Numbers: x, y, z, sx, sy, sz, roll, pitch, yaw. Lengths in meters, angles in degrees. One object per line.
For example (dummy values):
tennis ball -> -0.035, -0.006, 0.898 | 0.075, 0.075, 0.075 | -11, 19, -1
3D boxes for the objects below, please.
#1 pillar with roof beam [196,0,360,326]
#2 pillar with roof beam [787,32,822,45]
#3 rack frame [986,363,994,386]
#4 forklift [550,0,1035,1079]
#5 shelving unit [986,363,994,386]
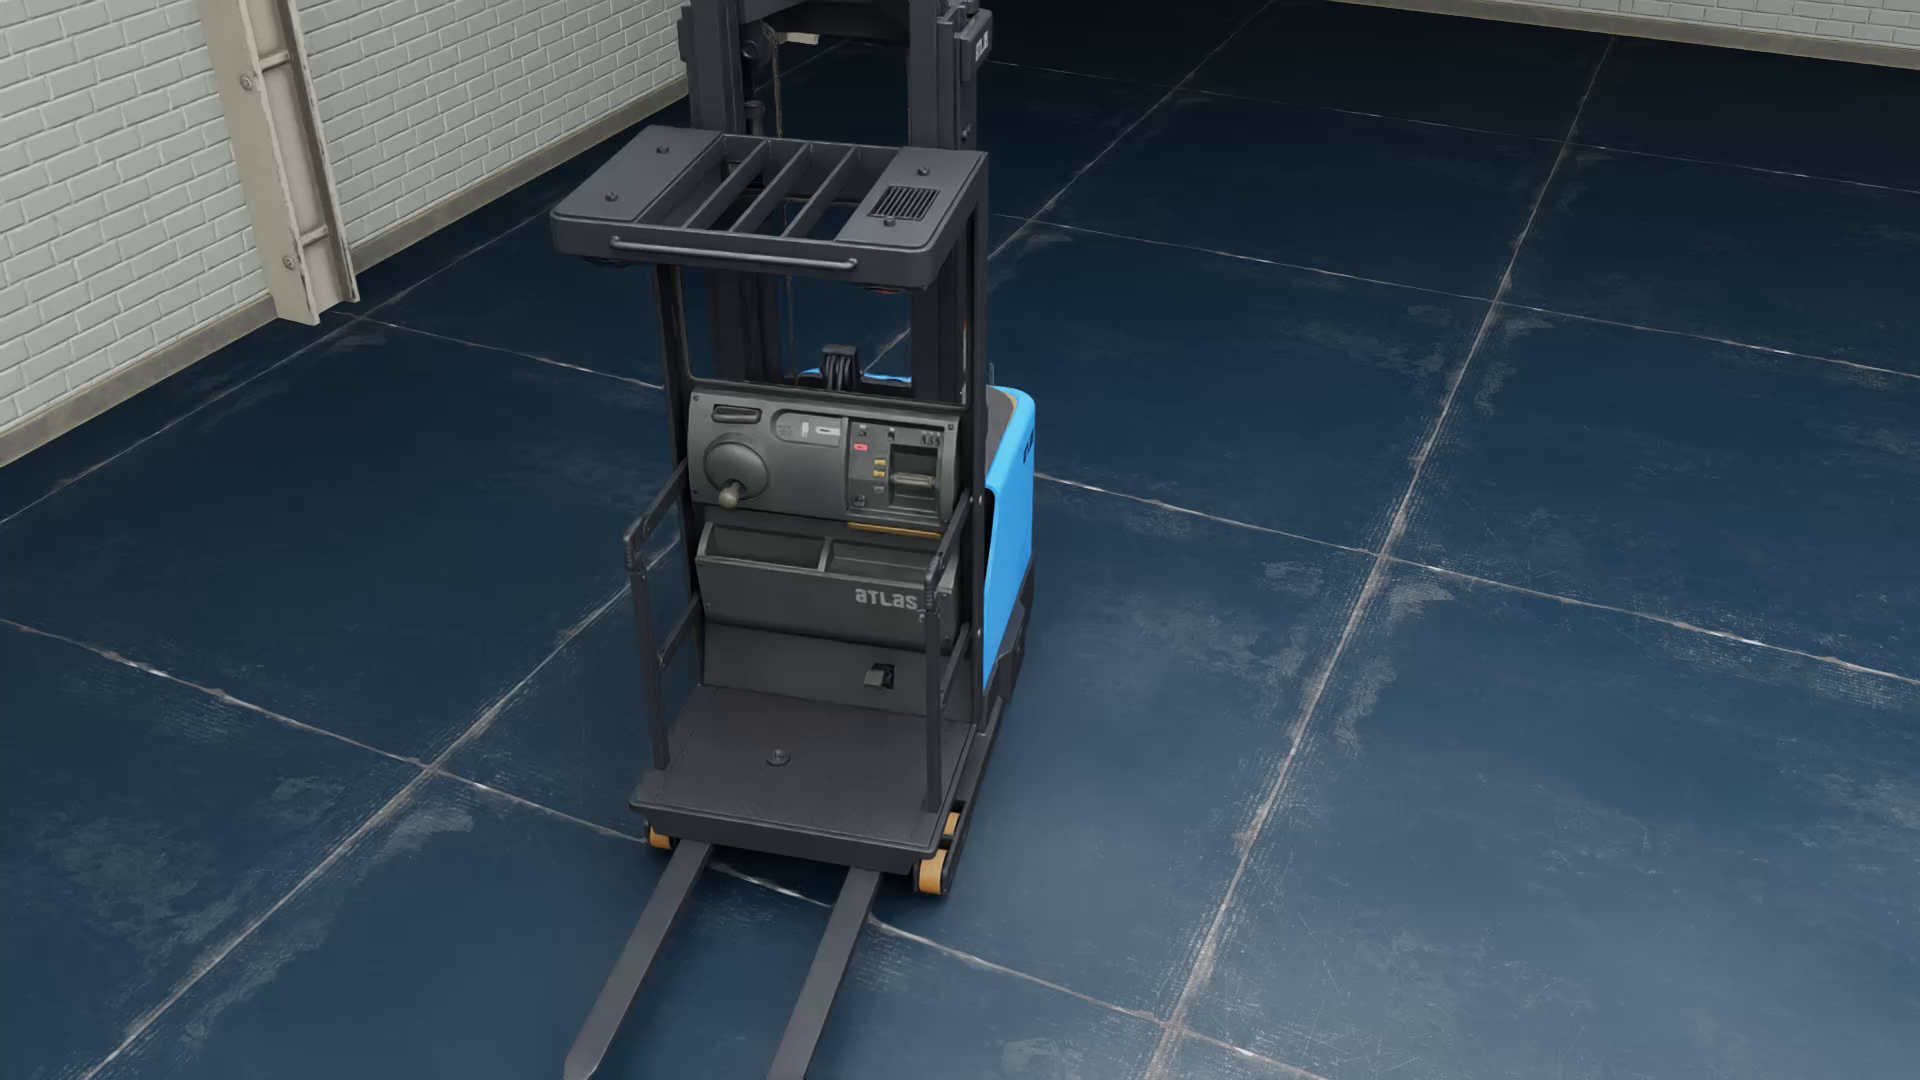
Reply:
pillar with roof beam -> 0.106, -4.152, 5.875 | 9.100, 9.000, 0.400 | 14, 36, 20
pillar with roof beam -> 2.616, -7.140, 10.432 | 9.100, 9.000, 0.400 | 14, 36, 20
rack frame -> 0.039, -0.423, 7.574 | 0.240, 0.900, 0.006 | 14, 36, 20
forklift -> -0.511, -0.209, 5.396 | 1.130, 2.935, 3.031 | 7, 34, 11
shelving unit -> -0.003, -0.372, 7.497 | 0.258, 0.900, 0.210 | 14, 36, 20
